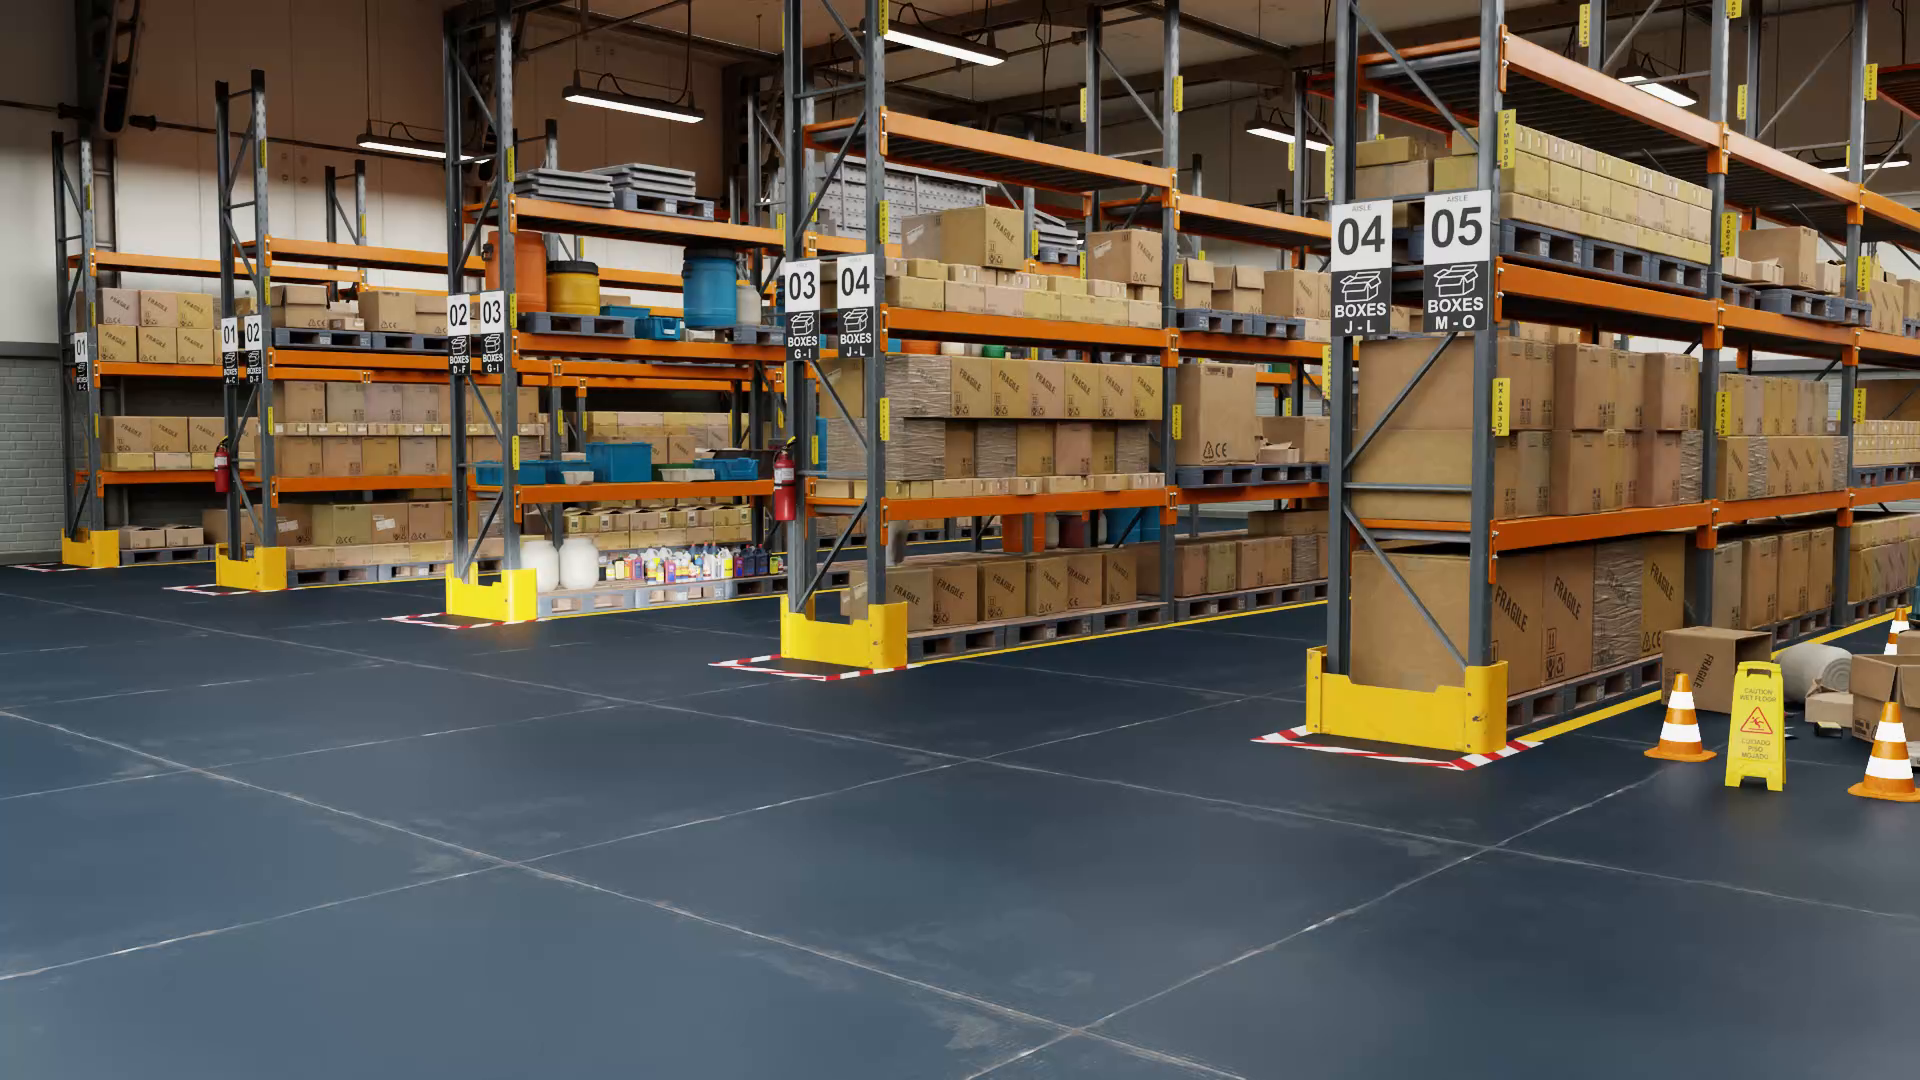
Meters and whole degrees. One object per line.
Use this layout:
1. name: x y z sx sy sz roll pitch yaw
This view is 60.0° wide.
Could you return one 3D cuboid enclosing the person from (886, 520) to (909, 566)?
1. person: -0.678 -0.032 16.386 0.467 1.686 0.440 3 5 42
